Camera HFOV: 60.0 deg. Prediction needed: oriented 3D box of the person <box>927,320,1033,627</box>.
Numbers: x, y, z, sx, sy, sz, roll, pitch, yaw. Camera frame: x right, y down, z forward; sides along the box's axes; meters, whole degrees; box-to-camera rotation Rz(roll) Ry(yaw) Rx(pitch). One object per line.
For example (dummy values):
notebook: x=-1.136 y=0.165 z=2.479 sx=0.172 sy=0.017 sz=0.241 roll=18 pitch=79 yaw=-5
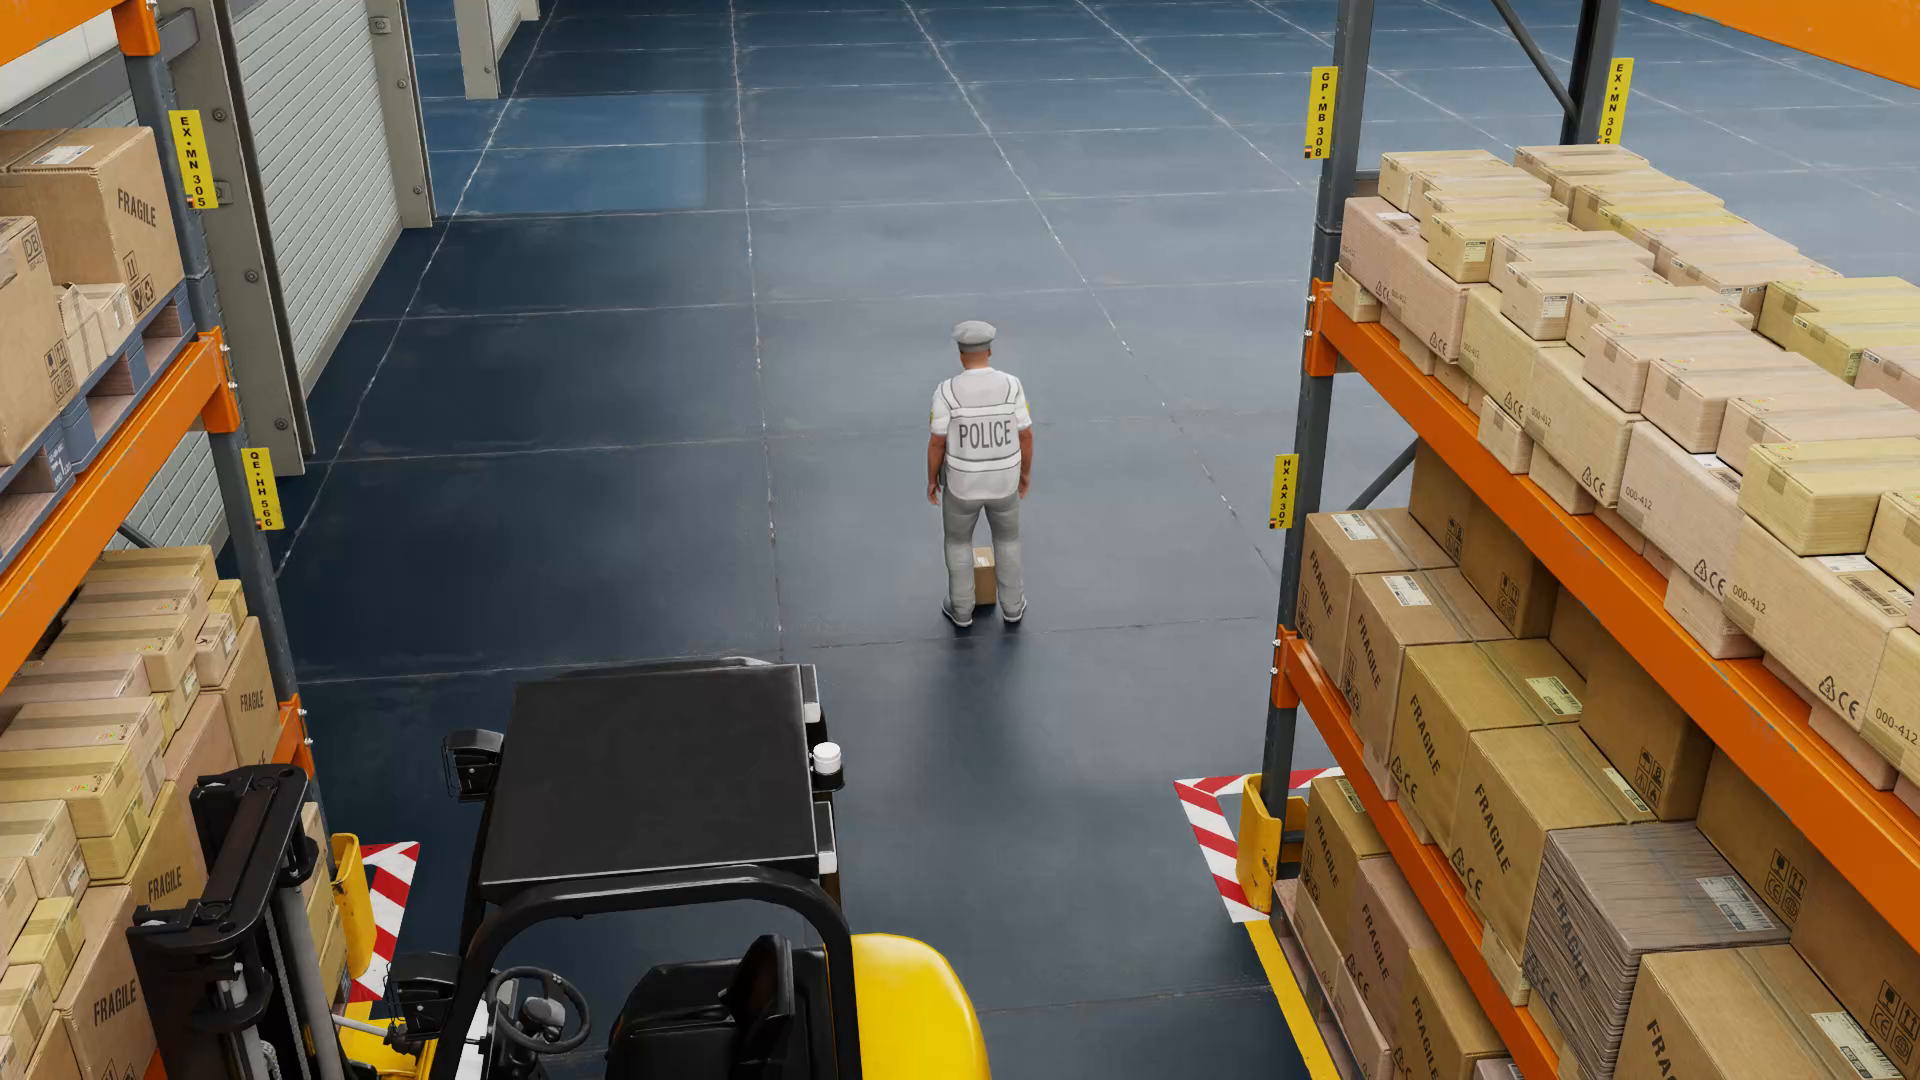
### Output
person: x=0.114 y=-0.331 z=9.259 sx=0.595 sy=1.748 sz=0.433 roll=-4 pitch=27 yaw=-8
